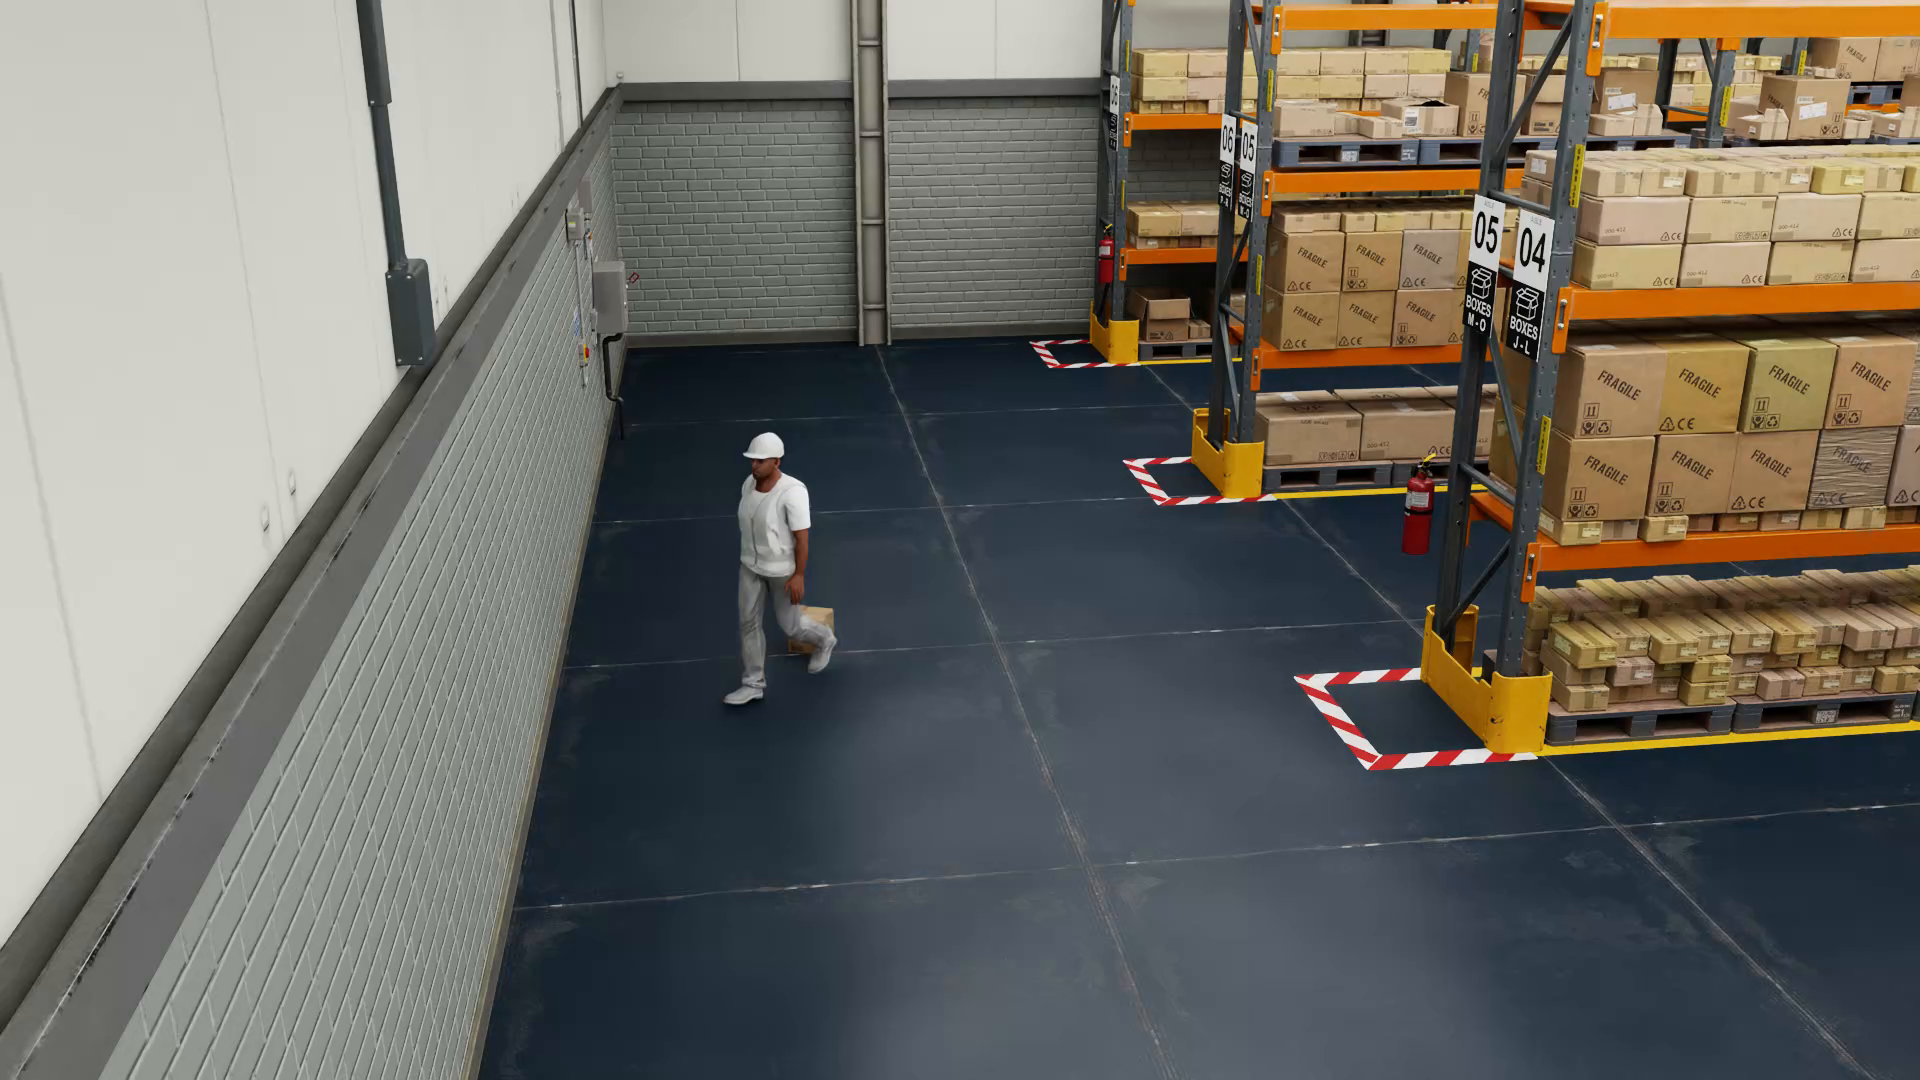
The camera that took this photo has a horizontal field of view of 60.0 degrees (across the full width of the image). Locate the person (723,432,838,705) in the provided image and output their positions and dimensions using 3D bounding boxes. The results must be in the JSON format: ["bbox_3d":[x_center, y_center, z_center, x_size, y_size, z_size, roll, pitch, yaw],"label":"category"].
[{"bbox_3d":[-1.166,0.155,10.605,0.591,1.742,0.910,13,24,32],"label":"person"}]
